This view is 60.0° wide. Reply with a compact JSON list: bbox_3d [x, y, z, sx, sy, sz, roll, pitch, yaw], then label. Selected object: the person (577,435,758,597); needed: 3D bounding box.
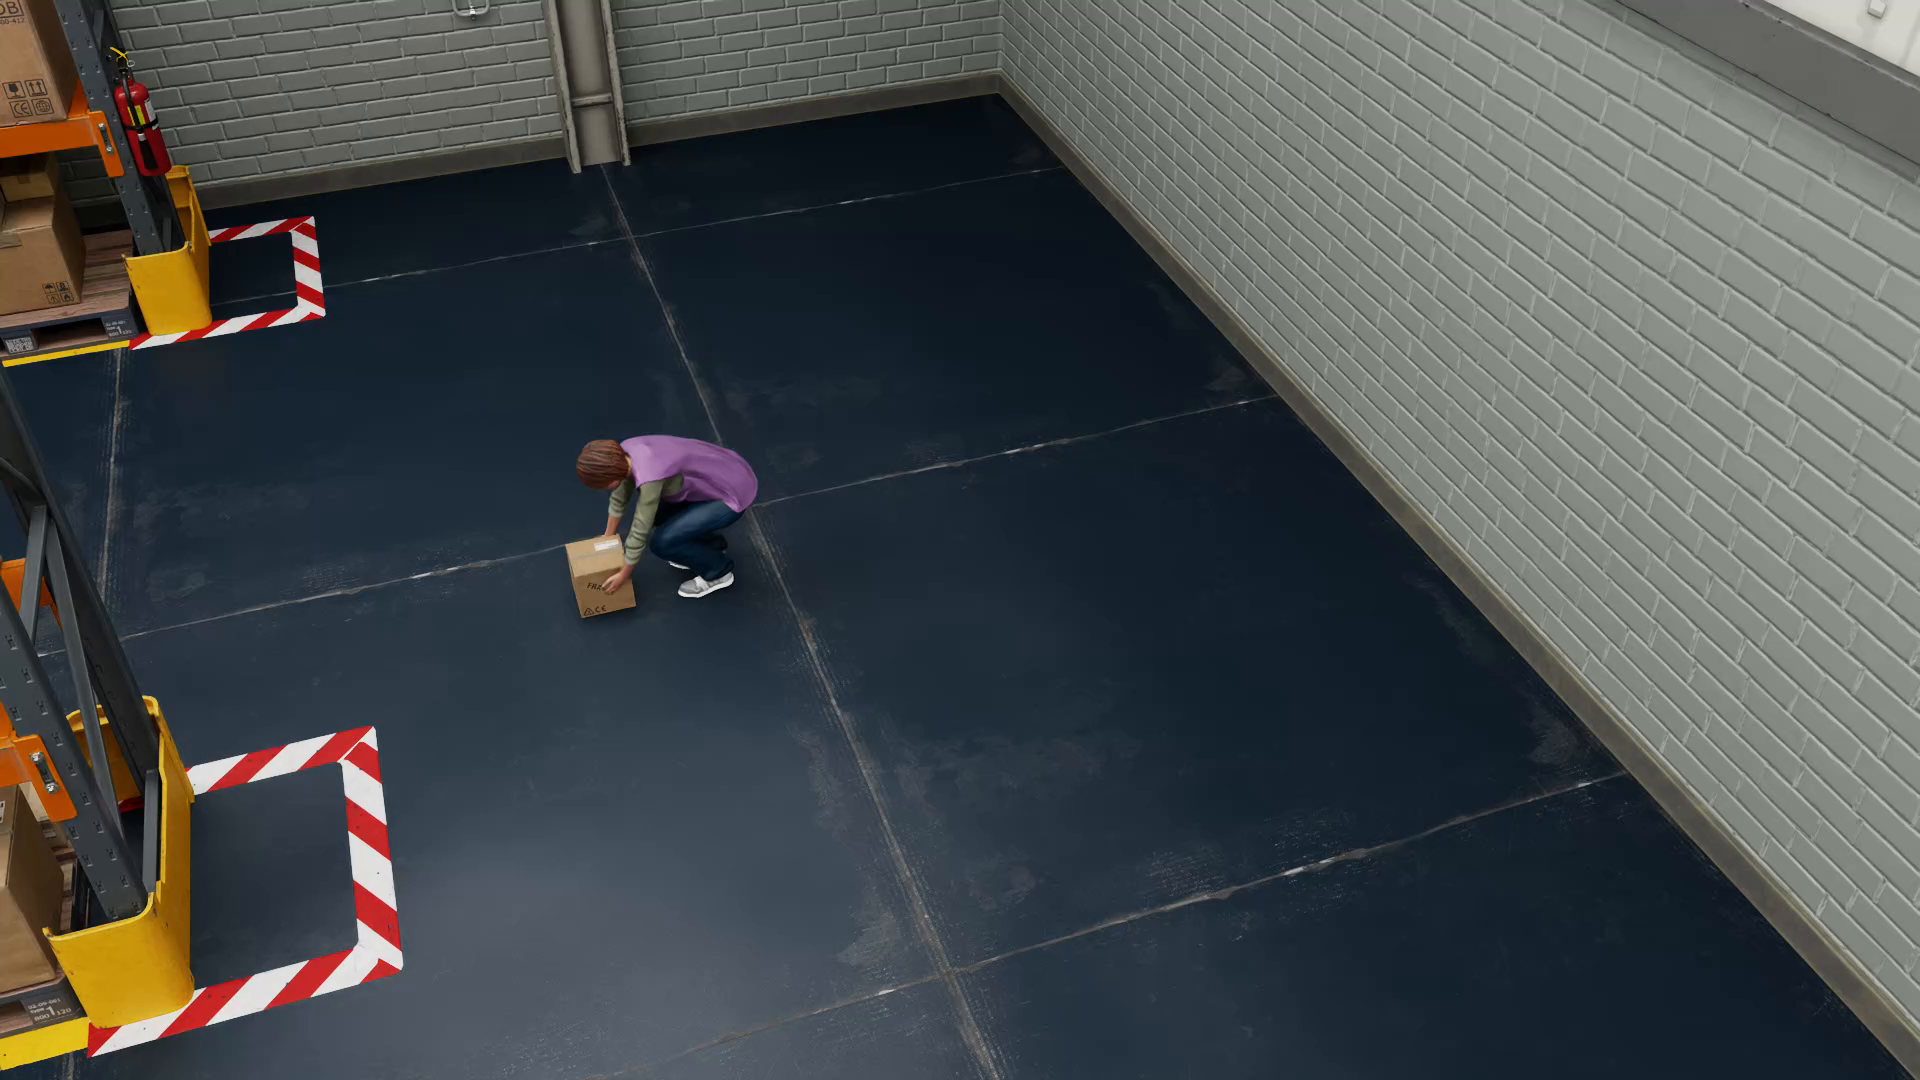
[{"bbox_3d":[-1.303,-0.146,7.558,0.795,0.878,0.444,-13,40,-16],"label":"person"}]
